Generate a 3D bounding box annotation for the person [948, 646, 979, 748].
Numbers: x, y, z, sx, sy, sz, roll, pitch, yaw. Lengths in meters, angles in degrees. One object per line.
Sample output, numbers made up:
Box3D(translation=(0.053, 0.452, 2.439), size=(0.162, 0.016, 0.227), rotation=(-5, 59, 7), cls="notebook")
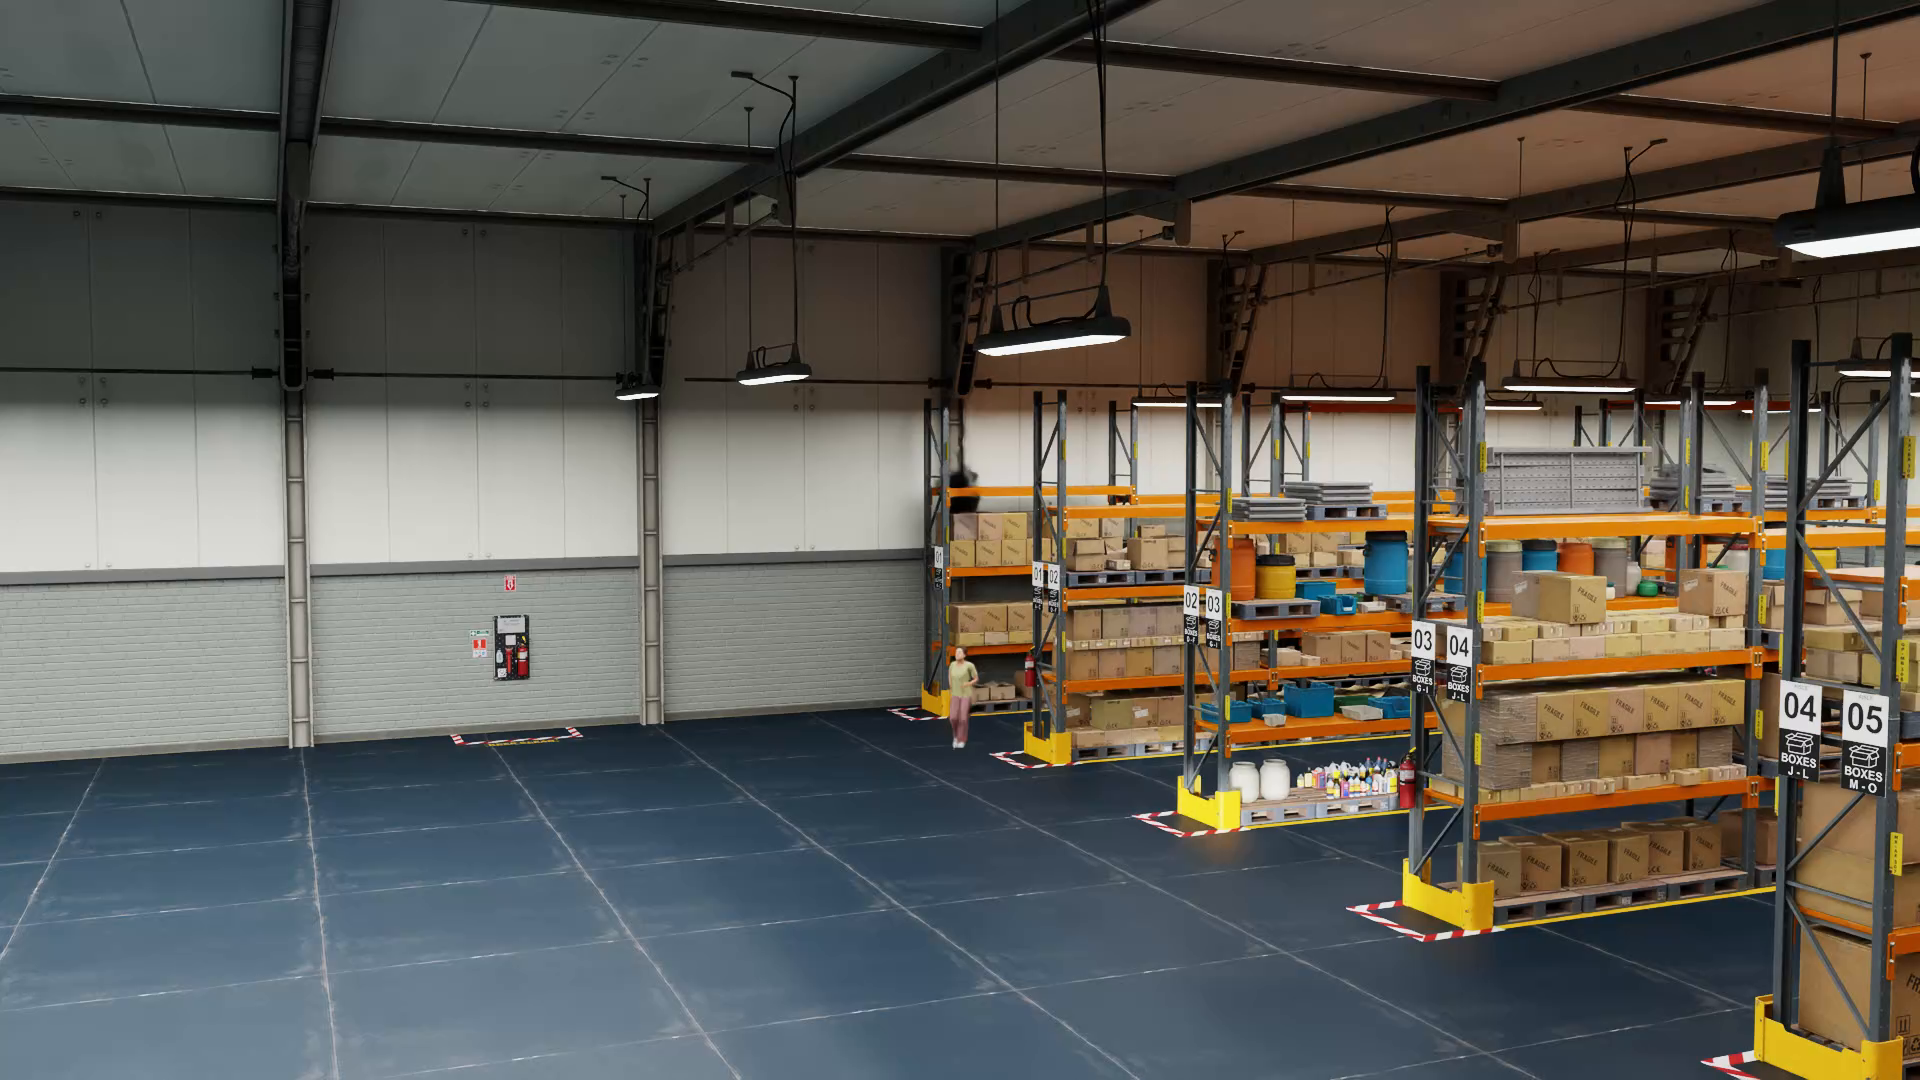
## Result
Box3D(translation=(0.018, 2.507, 26.427), size=(0.563, 1.658, 0.556), rotation=(1, 4, 18), cls="person")
